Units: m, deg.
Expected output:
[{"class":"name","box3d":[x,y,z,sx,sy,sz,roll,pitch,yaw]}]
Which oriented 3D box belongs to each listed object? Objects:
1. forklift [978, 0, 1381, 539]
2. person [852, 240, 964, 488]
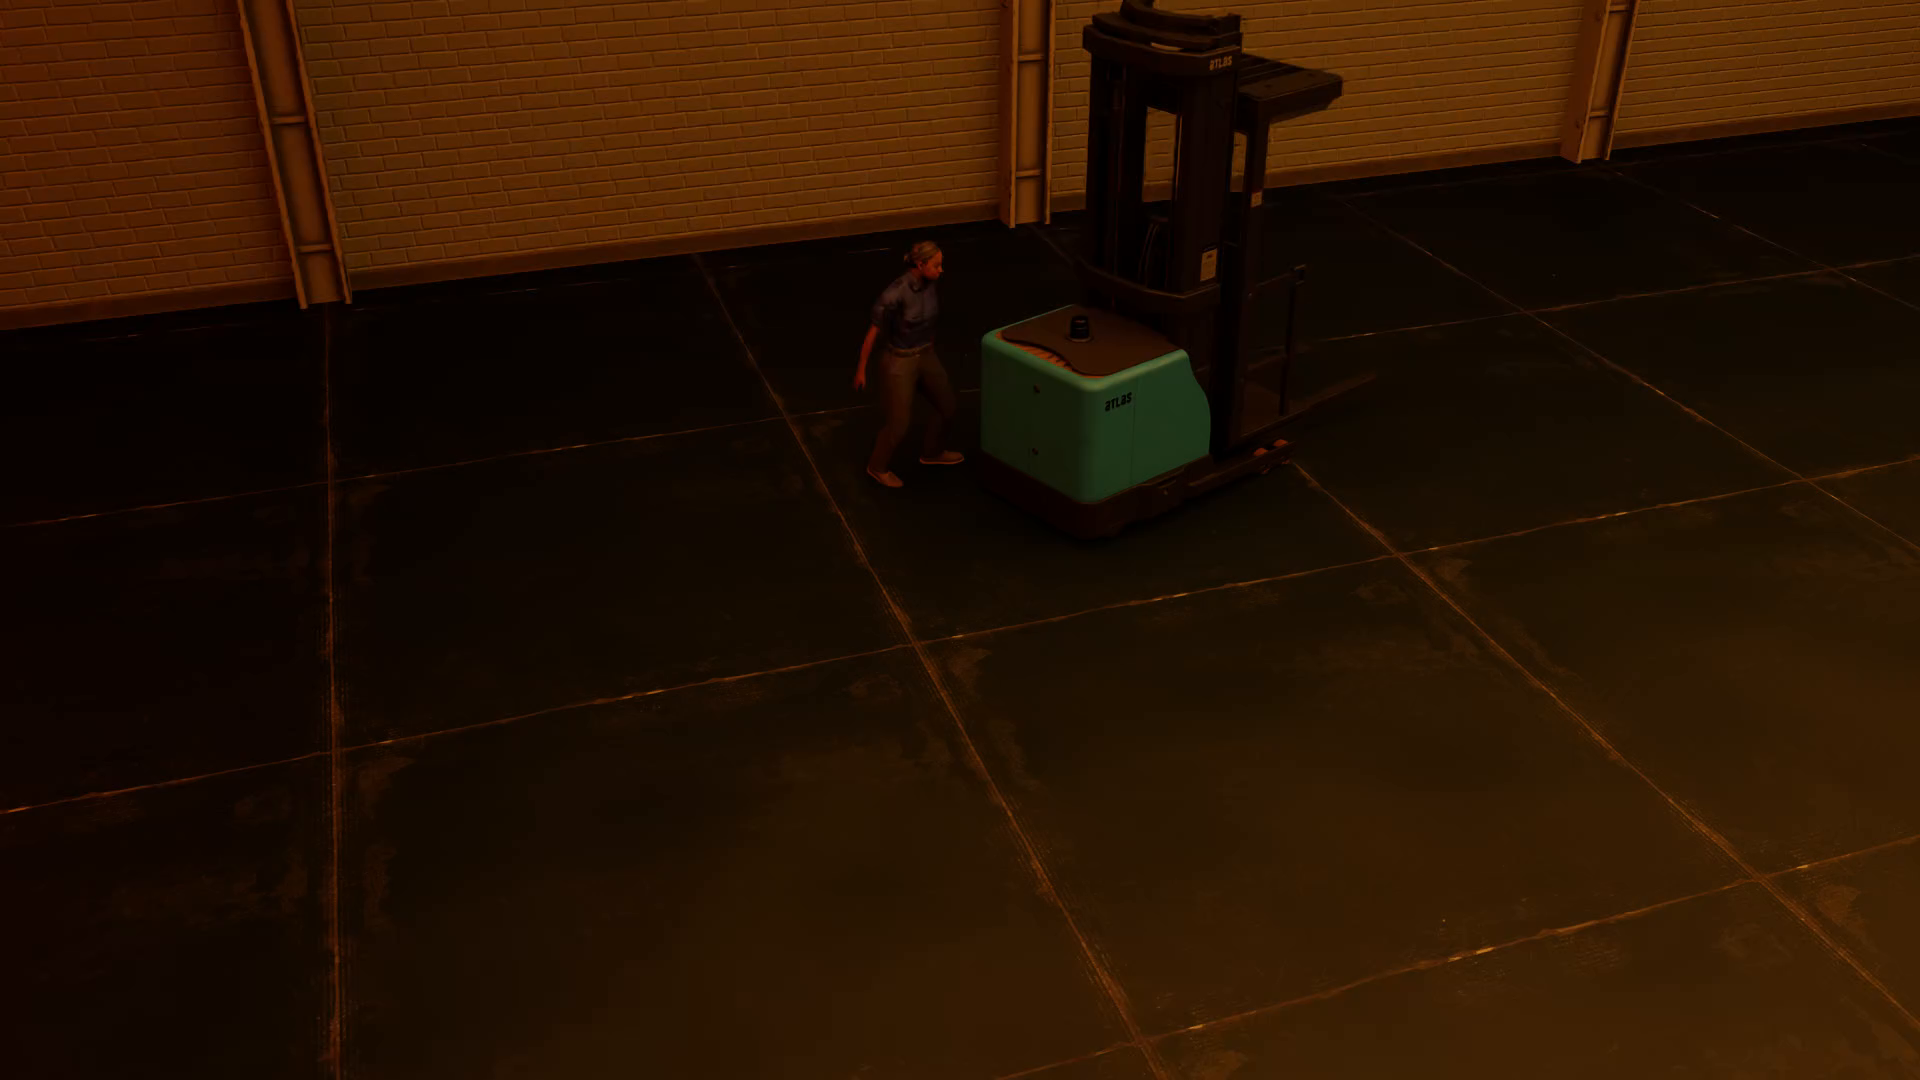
[{"class":"forklift","box3d":[1.564,-1.877,10.348,3.031,2.935,1.130,-23,37,-34]},{"class":"person","box3d":[-0.329,-1.098,10.360,0.812,1.628,0.414,-26,39,-37]}]
